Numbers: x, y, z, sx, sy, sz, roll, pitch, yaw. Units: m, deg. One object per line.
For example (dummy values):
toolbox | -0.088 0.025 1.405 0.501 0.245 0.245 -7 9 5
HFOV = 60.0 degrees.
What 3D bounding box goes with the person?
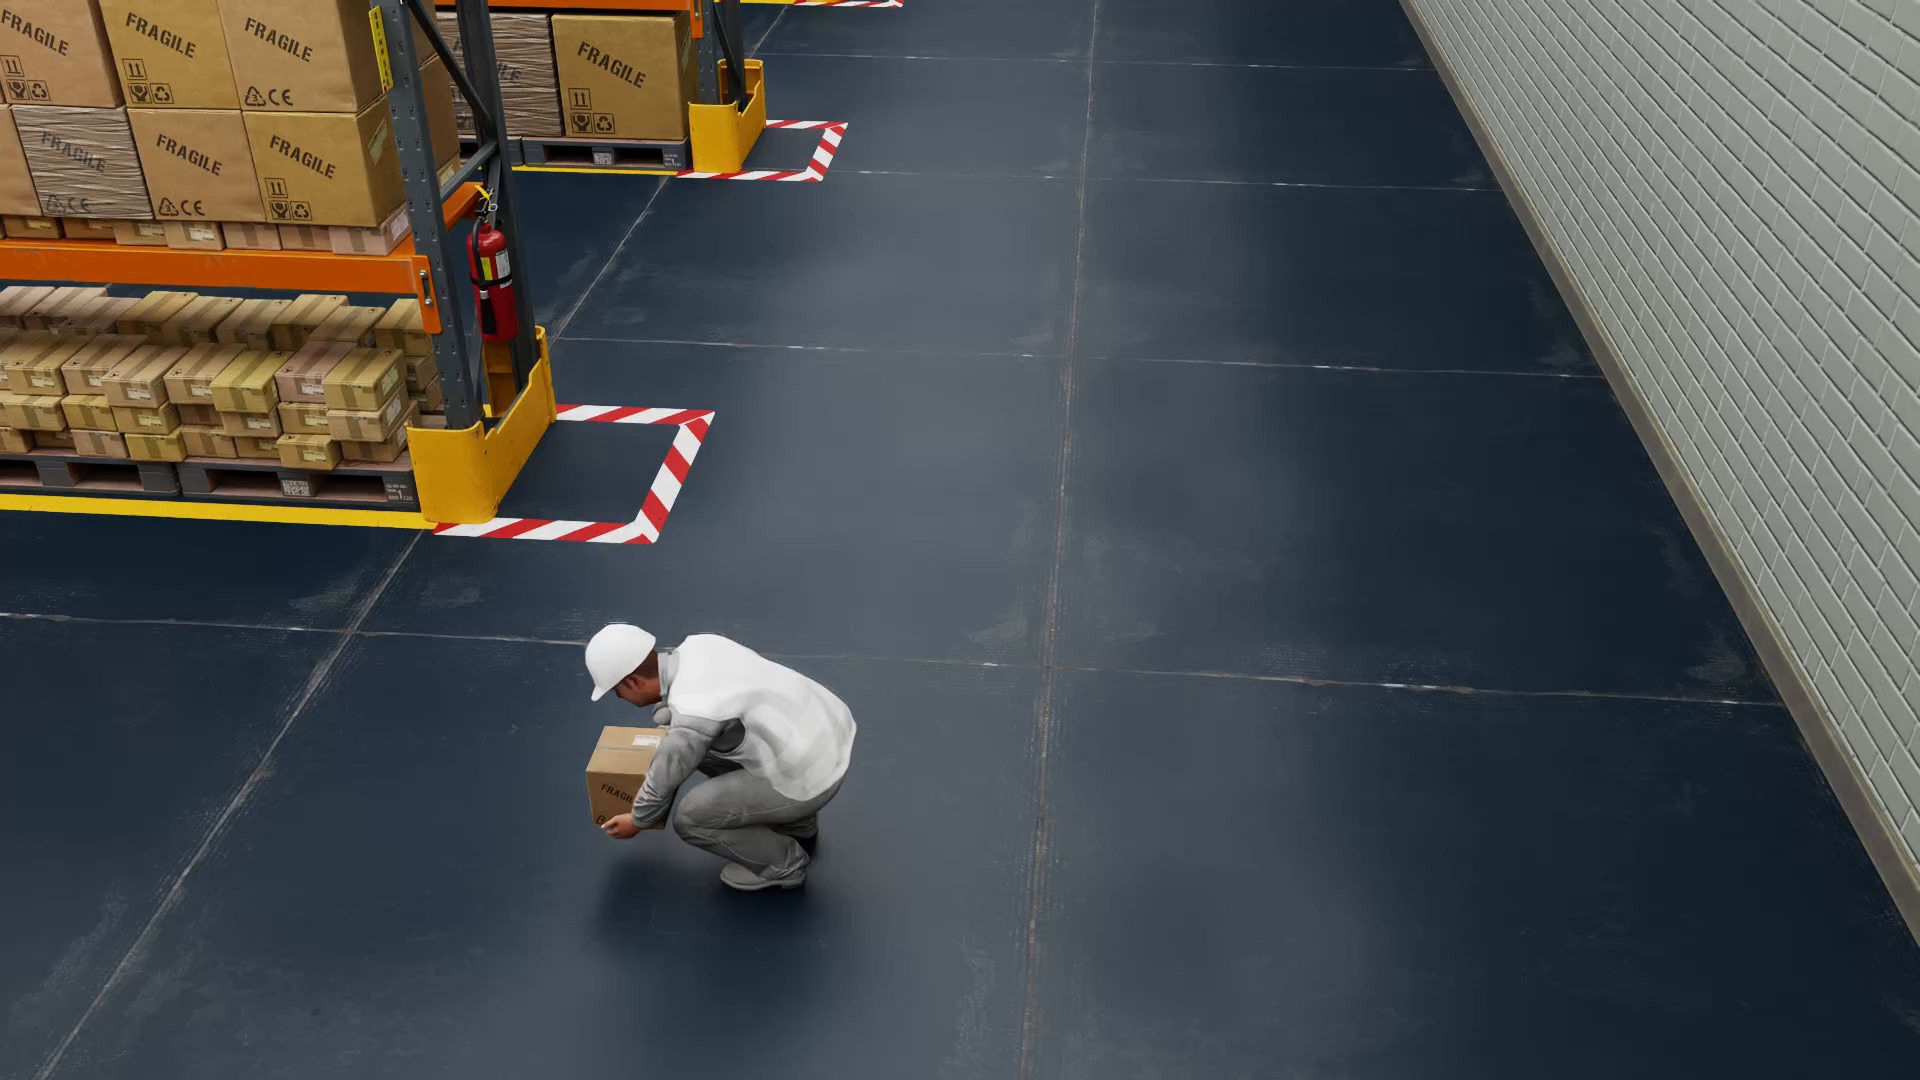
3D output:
person | -0.801 0.707 5.697 0.870 1.012 0.541 2 32 4
